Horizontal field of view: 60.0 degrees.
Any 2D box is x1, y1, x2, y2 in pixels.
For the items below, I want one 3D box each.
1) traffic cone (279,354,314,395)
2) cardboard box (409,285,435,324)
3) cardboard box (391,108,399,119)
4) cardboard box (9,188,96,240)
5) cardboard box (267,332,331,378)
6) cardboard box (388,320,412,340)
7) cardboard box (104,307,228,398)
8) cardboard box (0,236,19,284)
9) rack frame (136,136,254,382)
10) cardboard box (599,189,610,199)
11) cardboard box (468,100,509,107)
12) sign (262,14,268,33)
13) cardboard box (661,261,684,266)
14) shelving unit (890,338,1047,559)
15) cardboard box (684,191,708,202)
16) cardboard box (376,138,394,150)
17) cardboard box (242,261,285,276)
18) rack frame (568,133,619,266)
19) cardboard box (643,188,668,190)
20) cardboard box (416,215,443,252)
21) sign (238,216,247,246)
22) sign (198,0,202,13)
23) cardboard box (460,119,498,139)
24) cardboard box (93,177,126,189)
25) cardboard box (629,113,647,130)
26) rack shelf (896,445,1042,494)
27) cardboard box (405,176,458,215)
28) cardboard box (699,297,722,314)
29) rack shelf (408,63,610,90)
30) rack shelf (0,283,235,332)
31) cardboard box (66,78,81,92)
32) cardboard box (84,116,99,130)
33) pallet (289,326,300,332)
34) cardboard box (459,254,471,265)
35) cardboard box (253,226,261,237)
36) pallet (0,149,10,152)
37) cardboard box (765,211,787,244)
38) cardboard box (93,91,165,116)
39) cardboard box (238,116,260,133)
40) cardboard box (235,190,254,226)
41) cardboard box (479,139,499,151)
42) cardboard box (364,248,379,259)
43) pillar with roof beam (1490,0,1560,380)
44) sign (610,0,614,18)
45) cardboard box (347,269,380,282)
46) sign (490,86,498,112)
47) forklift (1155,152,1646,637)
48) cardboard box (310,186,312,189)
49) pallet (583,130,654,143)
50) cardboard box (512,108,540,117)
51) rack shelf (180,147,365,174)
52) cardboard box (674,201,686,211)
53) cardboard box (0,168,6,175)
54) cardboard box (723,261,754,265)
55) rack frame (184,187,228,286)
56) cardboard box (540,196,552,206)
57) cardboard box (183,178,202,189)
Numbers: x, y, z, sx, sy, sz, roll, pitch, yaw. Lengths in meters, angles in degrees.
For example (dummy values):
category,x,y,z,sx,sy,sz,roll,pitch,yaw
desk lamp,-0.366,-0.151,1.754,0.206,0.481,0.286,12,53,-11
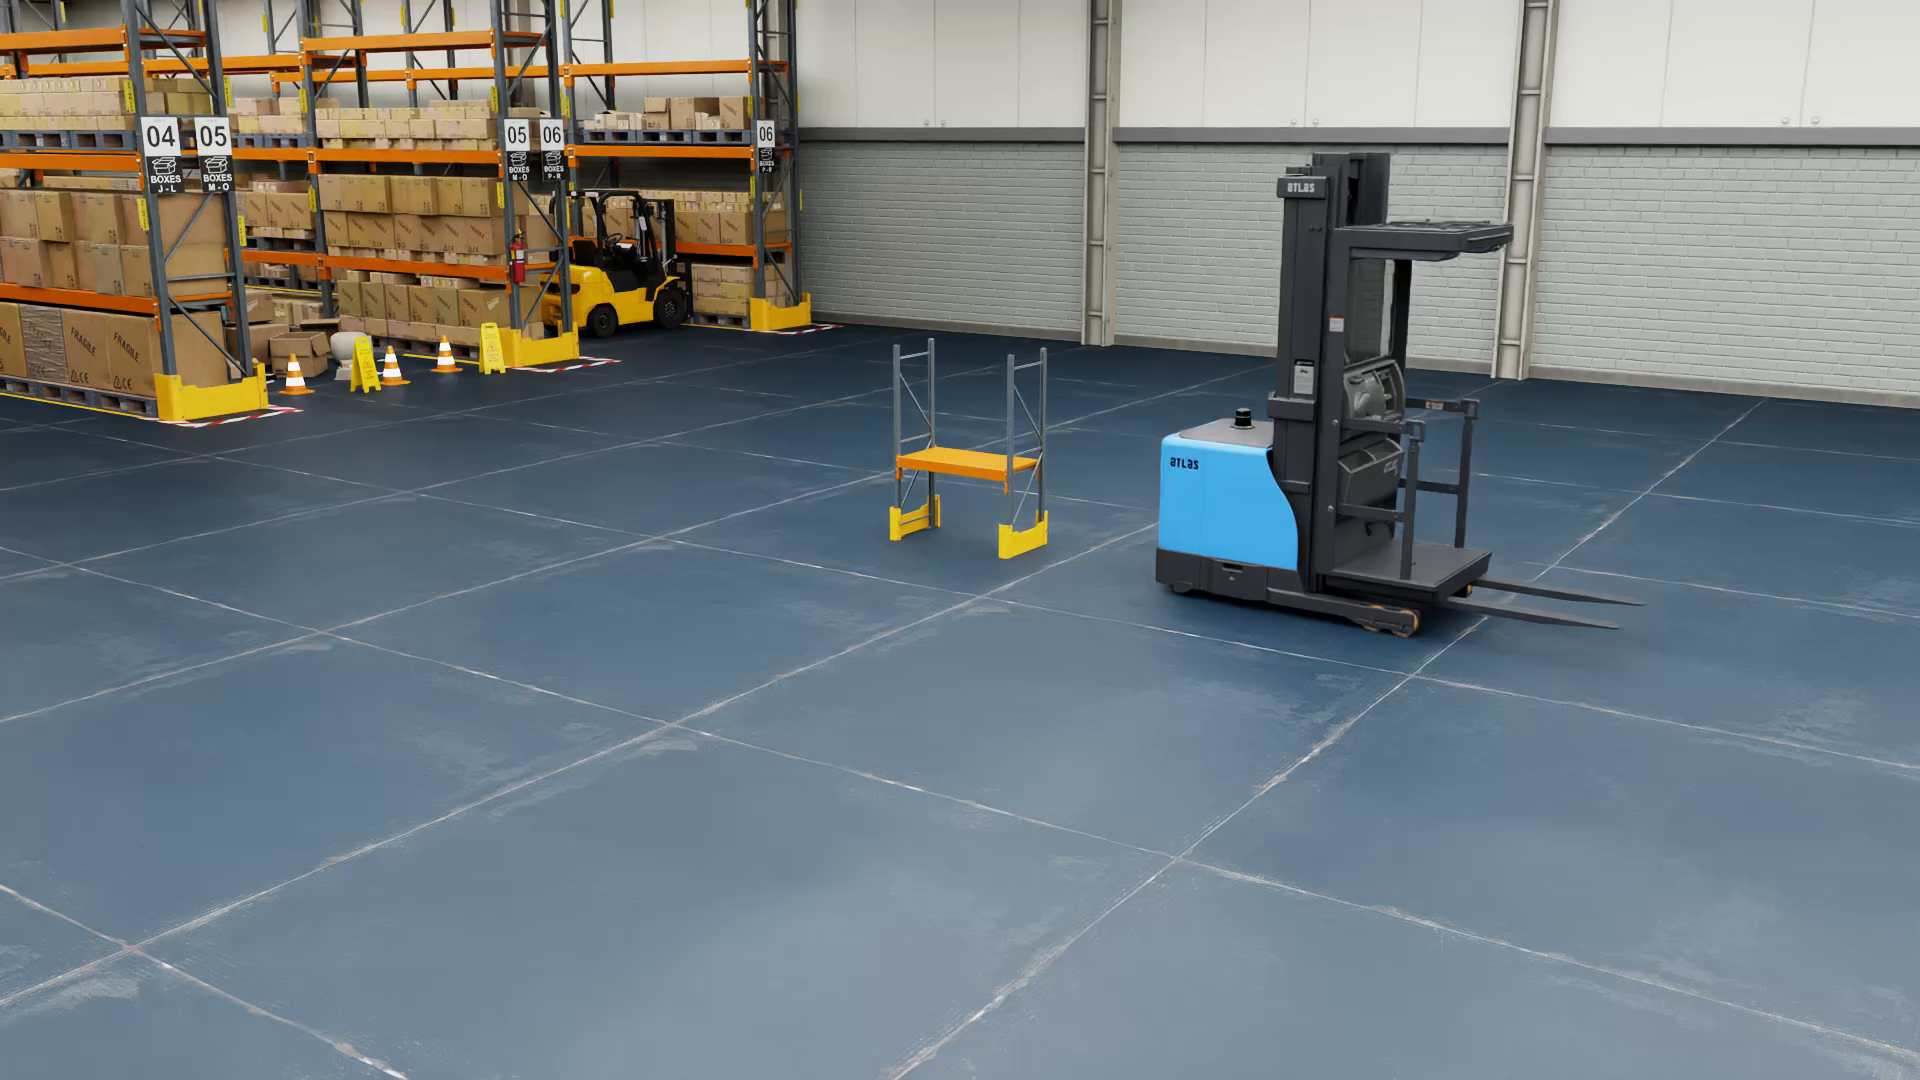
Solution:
category,x,y,z,sx,sy,sz,roll,pitch,yaw
traffic cone,-7.971,-1.996,19.924,0.334,0.463,0.336,9,17,33
cardboard box,-7.305,-3.301,23.203,0.500,0.500,0.500,9,16,32
cardboard box,-7.548,-5.832,22.762,0.250,0.149,0.380,10,17,34
cardboard box,-10.463,-3.800,19.372,0.550,0.550,0.875,9,17,33
cardboard box,-8.515,-2.393,21.442,0.637,0.503,0.797,-1,14,-6
cardboard box,-7.734,-3.007,23.574,0.500,0.250,0.500,9,16,32
cardboard box,-8.923,-2.124,18.707,0.875,0.875,0.875,9,17,33
cardboard box,-10.861,-3.366,19.867,0.550,0.550,0.875,9,17,33
rack frame,-8.323,-2.873,18.188,0.127,3.000,1.000,9,17,33
cardboard box,-5.820,-5.793,27.805,0.250,0.149,0.380,9,17,34
cardboard box,-8.206,-7.412,28.989,0.500,0.500,0.500,10,17,34
sign,-13.153,-9.772,31.461,0.005,0.325,0.100,9,17,33
cardboard box,-4.701,-4.421,27.206,0.500,0.250,0.500,9,16,32
shelving unit,0.063,-0.718,12.602,1.083,1.500,0.587,9,17,33
cardboard box,-4.190,-5.496,26.604,0.250,0.149,0.380,10,17,34
cardboard box,-7.821,-5.463,22.931,0.250,0.149,0.380,9,16,32
cardboard box,-14.150,-5.638,33.683,0.500,0.500,0.700,8,16,31
rack frame,-6.196,-5.401,28.397,0.127,3.000,1.000,9,17,33
cardboard box,-5.108,-5.830,27.955,0.250,0.149,0.380,9,16,32
cardboard box,-7.075,-4.221,22.803,0.500,0.500,0.500,9,17,33
sign,-8.009,-3.442,18.518,0.005,0.325,0.100,9,17,33
sign,-11.988,-8.460,26.164,0.005,0.325,0.100,9,17,33
cardboard box,-6.219,-5.416,21.912,0.500,0.250,0.500,9,16,32
cardboard box,-13.696,-5.633,27.047,0.500,0.500,0.500,9,17,33
cardboard box,-5.134,-6.784,26.942,0.258,0.266,0.396,9,16,31
rack shelf,0.071,-0.542,12.640,1.000,0.185,0.538,9,17,33
cardboard box,-7.087,-4.694,22.637,0.500,0.500,0.700,9,16,32
cardboard box,-3.851,-3.802,26.787,0.500,0.250,0.500,9,17,33
rack shelf,-7.856,-8.038,28.894,4.000,0.370,1.077,9,17,33
rack shelf,-9.983,-2.792,19.358,4.000,0.370,1.077,9,17,33
cardboard box,-9.427,-4.927,18.023,0.250,0.149,0.380,10,17,34
cardboard box,-9.210,-4.505,17.978,0.250,0.149,0.380,9,17,34
pallet,-9.610,-3.161,25.153,1.213,0.211,1.003,9,17,33
cardboard box,-6.547,-3.810,22.494,0.250,0.149,0.380,9,16,32
cardboard box,-10.383,-4.646,24.997,0.250,0.149,0.380,9,17,33
pallet,-12.431,-4.886,20.475,1.217,0.209,0.805,8,16,31
cardboard box,-3.133,-5.034,26.710,0.500,0.500,0.500,10,17,35
cardboard box,-8.885,-4.663,17.788,0.500,0.250,0.500,9,17,34
cardboard box,-10.369,-6.184,24.759,0.500,0.250,0.500,9,17,34
cardboard box,-10.747,-5.030,25.199,0.500,0.500,0.500,8,16,31
cardboard box,-6.097,-5.200,21.868,0.250,0.149,0.380,9,17,33
cardboard box,-8.219,-4.089,23.622,0.250,0.149,0.380,10,17,35
pillar with roof beam,4.603,-5.582,16.644,0.400,9.000,9.100,9,17,33
sign,-5.866,-8.950,27.979,0.005,0.325,0.100,9,17,33
cardboard box,-8.554,-3.797,23.856,0.250,0.149,0.380,9,17,34
sign,-5.971,-5.652,21.327,0.005,0.325,0.100,9,17,33
forklift,2.836,-0.963,10.612,3.031,2.935,1.130,10,17,34
cardboard box,-12.128,-6.547,31.946,0.500,0.500,0.700,9,17,33
pallet,-5.474,-6.704,27.606,1.213,0.211,1.003,9,17,33
cardboard box,-5.826,-5.683,22.161,0.250,0.149,0.380,9,17,32
rack shelf,-10.623,-5.785,25.206,4.000,0.370,1.077,9,17,33
cardboard box,-4.399,-5.385,26.778,0.250,0.149,0.380,9,17,33
cardboard box,-16.395,-6.402,28.805,0.250,0.149,0.380,9,17,33
cardboard box,-3.587,-4.387,27.070,0.500,0.250,0.500,9,17,33
rack frame,-12.283,-4.947,26.564,0.127,3.000,1.000,9,17,33
cardboard box,-7.002,-5.840,28.613,0.250,0.149,0.380,9,17,33
cardboard box,-12.555,-5.596,26.896,0.500,0.500,0.500,9,16,31
